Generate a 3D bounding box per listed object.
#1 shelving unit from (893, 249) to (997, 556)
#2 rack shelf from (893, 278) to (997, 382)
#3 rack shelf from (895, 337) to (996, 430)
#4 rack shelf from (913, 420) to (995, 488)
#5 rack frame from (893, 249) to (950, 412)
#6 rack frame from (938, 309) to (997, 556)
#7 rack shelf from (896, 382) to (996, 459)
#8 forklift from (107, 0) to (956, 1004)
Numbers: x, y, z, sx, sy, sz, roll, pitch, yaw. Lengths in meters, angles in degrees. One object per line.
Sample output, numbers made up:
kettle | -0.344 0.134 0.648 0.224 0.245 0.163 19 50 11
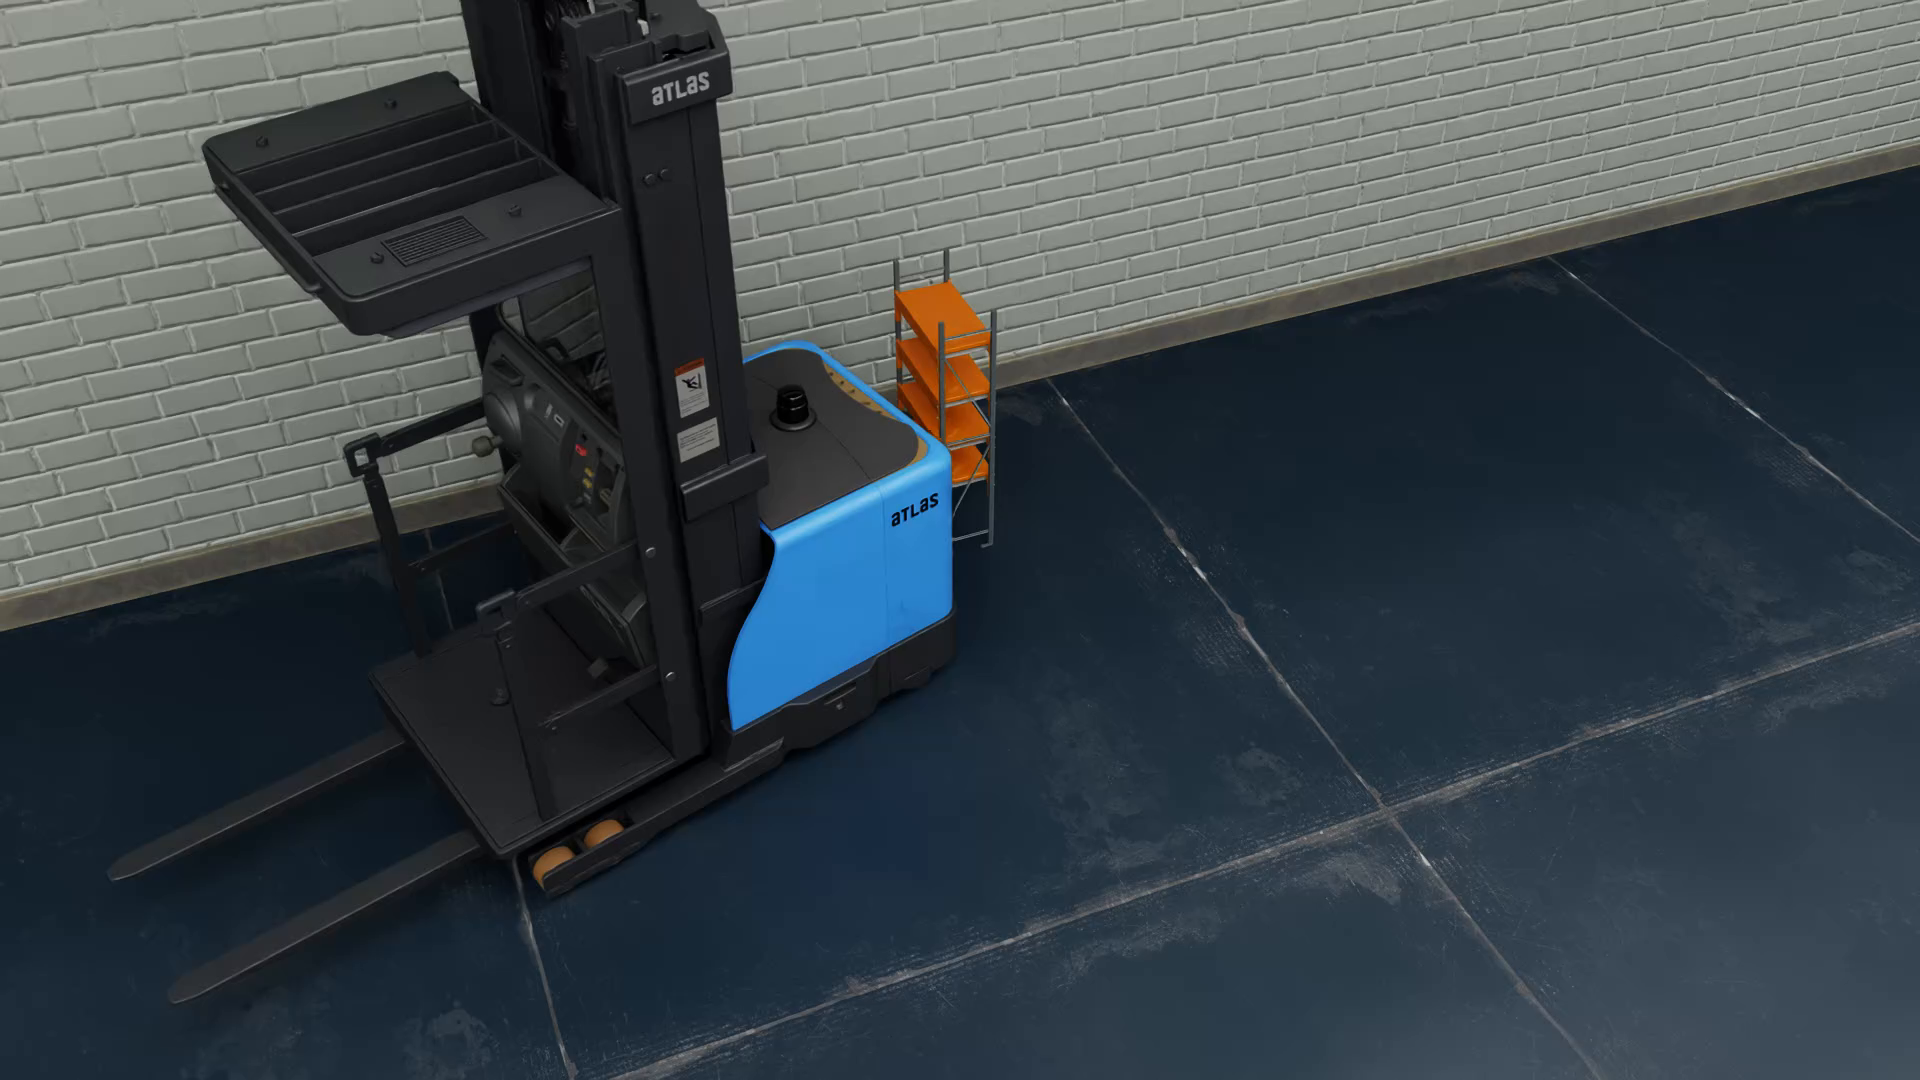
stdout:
shelving unit | -0.063 -0.555 6.975 0.258 1.200 0.503 -15 43 -17
rack shelf | -0.063 -0.853 6.719 0.258 0.148 0.480 -15 43 -17
rack shelf | -0.063 -0.673 6.873 0.258 0.148 0.480 -15 43 -17
rack shelf | -0.063 -0.353 7.148 0.258 0.148 0.480 -15 43 -17
rack frame | -0.157 -0.702 7.146 0.240 1.200 0.015 -15 43 -17
rack frame | 0.030 -0.408 6.804 0.240 1.200 0.015 -15 43 -17
rack shelf | -0.063 -0.504 7.019 0.258 0.148 0.480 -15 43 -17
forklift | -1.486 -0.268 5.313 3.031 2.935 1.130 -27 48 -28
